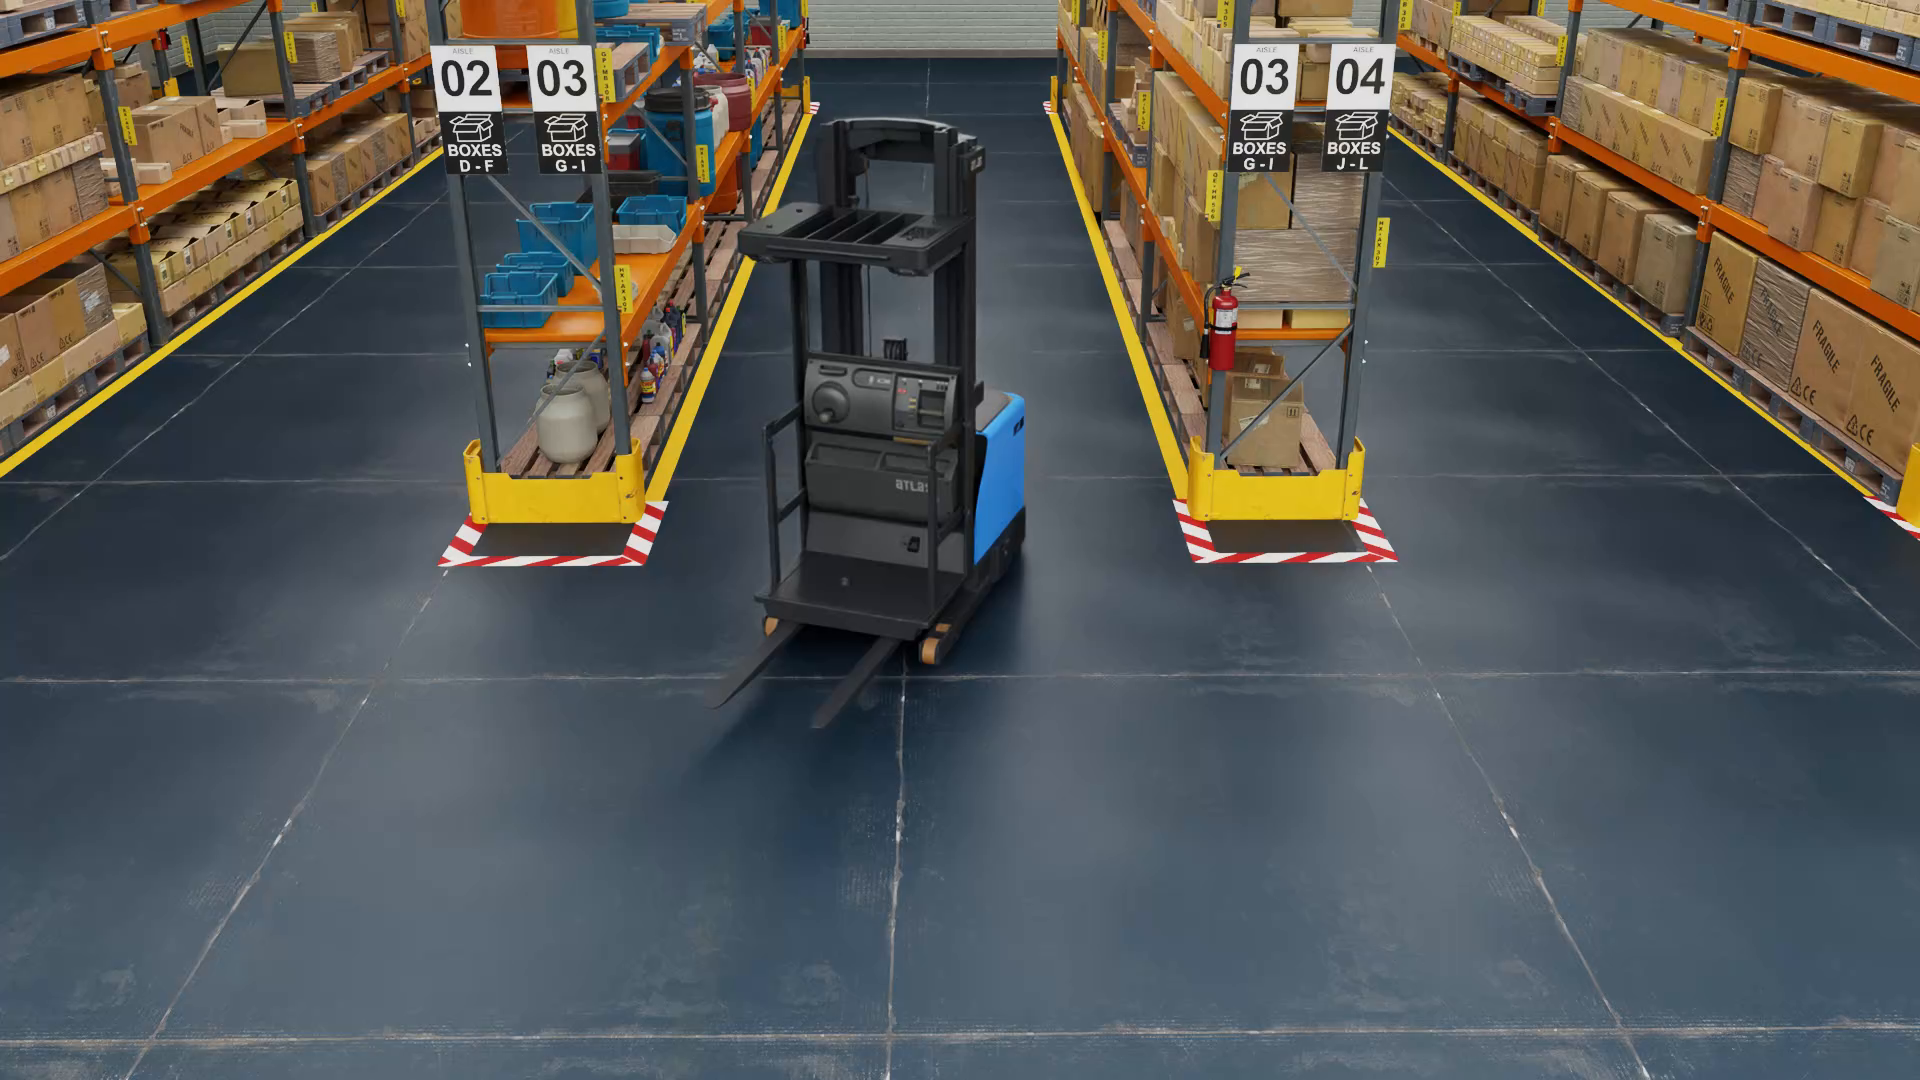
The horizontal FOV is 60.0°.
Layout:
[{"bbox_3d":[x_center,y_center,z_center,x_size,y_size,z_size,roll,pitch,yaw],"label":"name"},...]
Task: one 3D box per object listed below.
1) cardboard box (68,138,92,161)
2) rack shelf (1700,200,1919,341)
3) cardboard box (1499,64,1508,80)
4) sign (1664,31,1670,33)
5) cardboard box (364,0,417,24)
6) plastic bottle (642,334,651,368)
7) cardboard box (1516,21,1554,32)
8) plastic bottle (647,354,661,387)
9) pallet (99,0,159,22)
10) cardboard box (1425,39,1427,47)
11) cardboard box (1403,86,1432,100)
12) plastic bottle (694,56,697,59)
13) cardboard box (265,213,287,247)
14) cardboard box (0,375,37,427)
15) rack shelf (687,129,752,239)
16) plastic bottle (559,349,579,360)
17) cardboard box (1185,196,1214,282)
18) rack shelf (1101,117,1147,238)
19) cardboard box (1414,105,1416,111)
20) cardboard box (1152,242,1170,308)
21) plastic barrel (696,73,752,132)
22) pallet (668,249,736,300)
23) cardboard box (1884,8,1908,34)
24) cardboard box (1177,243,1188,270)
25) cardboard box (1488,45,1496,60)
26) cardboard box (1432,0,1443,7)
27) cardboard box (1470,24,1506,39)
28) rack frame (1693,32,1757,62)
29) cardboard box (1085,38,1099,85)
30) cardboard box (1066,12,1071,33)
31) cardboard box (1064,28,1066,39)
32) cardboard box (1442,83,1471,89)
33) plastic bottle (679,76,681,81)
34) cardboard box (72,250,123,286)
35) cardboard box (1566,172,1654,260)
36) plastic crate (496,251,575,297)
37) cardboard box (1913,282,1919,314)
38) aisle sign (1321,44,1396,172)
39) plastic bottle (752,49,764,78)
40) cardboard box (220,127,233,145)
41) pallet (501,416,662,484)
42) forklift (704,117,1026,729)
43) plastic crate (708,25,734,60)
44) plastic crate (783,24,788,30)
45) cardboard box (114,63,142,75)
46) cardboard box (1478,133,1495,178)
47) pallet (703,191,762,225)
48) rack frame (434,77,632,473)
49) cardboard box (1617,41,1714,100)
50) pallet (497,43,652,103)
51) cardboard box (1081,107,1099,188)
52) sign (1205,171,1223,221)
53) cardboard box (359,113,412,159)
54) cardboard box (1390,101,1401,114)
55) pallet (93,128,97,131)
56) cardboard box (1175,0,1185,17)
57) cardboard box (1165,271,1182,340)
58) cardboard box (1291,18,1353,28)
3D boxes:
[{"bbox_3d":[-7.537,-3.276,13.945,0.380,0.149,0.250,-1,24,-2],"label":"cardboard box"},{"bbox_3d":[7.134,-2.020,12.949,1.077,0.370,4.000,0,24,-1],"label":"rack shelf"},{"bbox_3d":[6.596,-5.520,19.610,0.380,0.149,0.250,-1,24,-3],"label":"cardboard box"},{"bbox_3d":[7.623,-5.351,18.037,0.100,0.325,0.005,0,24,-1],"label":"sign"},{"bbox_3d":[-7.566,-7.141,22.065,0.500,0.500,0.500,0,24,1],"label":"cardboard box"},{"bbox_3d":[-2.609,-1.588,13.883,0.061,0.283,0.133,0,24,-1],"label":"plastic bottle"},{"bbox_3d":[7.229,-6.434,20.910,0.380,0.149,0.250,-1,24,-2],"label":"cardboard box"},{"bbox_3d":[-2.470,-1.368,13.411,0.097,0.271,0.097,0,24,0],"label":"plastic bottle"},{"bbox_3d":[-7.777,-4.791,14.795,0.805,0.209,1.217,-1,24,-3],"label":"pallet"},{"bbox_3d":[6.772,-7.010,23.414,0.380,0.149,0.250,-1,24,-1],"label":"cardboard box"},{"bbox_3d":[6.681,-6.520,24.255,0.380,0.149,0.250,0,24,0],"label":"cardboard box"},{"bbox_3d":[-3.302,-5.893,20.782,0.061,0.283,0.133,0,24,-1],"label":"plastic bottle"},{"bbox_3d":[-7.540,-3.307,17.748,0.500,0.250,0.500,-1,24,-1],"label":"cardboard box"},{"bbox_3d":[-7.509,-1.072,12.808,0.500,0.250,0.500,0,24,-1],"label":"cardboard box"},{"bbox_3d":[-2.823,-3.665,16.587,1.077,0.370,4.000,0,24,-1],"label":"rack shelf"},{"bbox_3d":[-3.199,-1.498,13.603,0.144,0.351,0.185,1,24,2],"label":"plastic bottle"},{"bbox_3d":[2.091,-2.156,11.895,0.875,0.500,0.500,0,24,-1],"label":"cardboard box"},{"bbox_3d":[2.129,-3.687,16.636,1.077,0.370,4.000,0,24,-1],"label":"rack shelf"},{"bbox_3d":[6.797,-6.276,24.075,0.380,0.149,0.250,1,24,2],"label":"cardboard box"},{"bbox_3d":[2.166,-2.506,15.650,0.700,0.500,0.500,-2,24,-5],"label":"cardboard box"},{"bbox_3d":[-2.537,-4.689,17.813,0.600,0.536,0.708,0,24,-1],"label":"plastic barrel"},{"bbox_3d":[-2.865,-2.726,17.020,1.003,0.211,1.213,0,24,-1],"label":"pallet"},{"bbox_3d":[6.800,-3.672,11.762,0.380,0.149,0.250,0,24,0],"label":"cardboard box"},{"bbox_3d":[1.864,-2.162,12.696,0.380,0.149,0.250,0,24,-1],"label":"cardboard box"},{"bbox_3d":[6.588,-5.872,20.027,0.380,0.149,0.250,-1,24,-2],"label":"cardboard box"},{"bbox_3d":[6.738,-7.510,22.520,0.500,0.500,0.500,-1,24,-2],"label":"cardboard box"},{"bbox_3d":[6.579,-6.328,20.676,0.380,0.149,0.250,-1,24,-1],"label":"cardboard box"},{"bbox_3d":[11.930,-8.180,25.697,1.000,3.000,0.127,0,24,-1],"label":"rack frame"},{"bbox_3d":[1.830,-5.929,20.598,0.500,0.500,0.500,-1,24,-2],"label":"cardboard box"},{"bbox_3d":[1.781,-7.368,23.721,0.500,0.250,0.500,-1,24,-2],"label":"cardboard box"},{"bbox_3d":[1.711,-7.344,24.152,0.380,0.149,0.250,-1,24,-1],"label":"cardboard box"},{"bbox_3d":[7.313,-6.636,24.509,0.380,0.149,0.250,1,24,1],"label":"cardboard box"},{"bbox_3d":[-3.289,-5.400,19.690,0.061,0.283,0.133,0,24,-1],"label":"plastic bottle"},{"bbox_3d":[-8.046,-2.508,15.301,0.500,0.311,0.500,0,24,-1],"label":"cardboard box"},{"bbox_3d":[6.998,-3.375,17.292,1.050,0.750,0.750,0,24,0],"label":"cardboard box"},{"bbox_3d":[-3.064,-1.925,12.047,0.499,0.251,0.408,0,24,-1],"label":"plastic crate"},{"bbox_3d":[7.106,-1.744,11.285,0.875,0.550,0.550,0,24,-1],"label":"cardboard box"},{"bbox_3d":[2.495,-2.703,10.432,0.394,0.787,0.004,0,24,-1],"label":"aisle sign"},{"bbox_3d":[-2.550,-5.989,20.913,0.144,0.351,0.185,0,24,-1],"label":"plastic bottle"},{"bbox_3d":[-7.728,-4.157,17.105,0.380,0.149,0.250,2,24,3],"label":"cardboard box"},{"bbox_3d":[-2.809,-0.616,12.356,1.003,0.211,1.213,0,24,-1],"label":"pallet"},{"bbox_3d":[-0.533,-0.795,9.452,1.130,2.935,3.031,8,26,18],"label":"forklift"},{"bbox_3d":[-3.235,-6.676,22.318,0.392,0.384,0.575,0,24,-1],"label":"plastic crate"},{"bbox_3d":[-2.654,-7.219,23.703,0.416,0.233,0.300,0,24,-1],"label":"plastic crate"},{"bbox_3d":[-12.548,-7.077,24.994,0.380,0.149,0.250,-1,24,-1],"label":"cardboard box"},{"bbox_3d":[6.794,-4.781,20.705,0.500,0.500,0.500,0,24,0],"label":"cardboard box"},{"bbox_3d":[-2.895,-3.871,19.553,1.003,0.211,1.213,0,24,-1],"label":"pallet"},{"bbox_3d":[-2.758,-1.521,10.972,1.000,3.000,0.127,0,24,-1],"label":"rack frame"},{"bbox_3d":[7.078,-4.716,16.703,0.700,0.500,0.500,-1,24,-1],"label":"cardboard box"},{"bbox_3d":[-2.669,-3.143,11.147,1.003,0.211,1.213,0,24,-1],"label":"pallet"},{"bbox_3d":[2.119,-4.714,20.102,1.225,0.875,0.875,0,24,0],"label":"cardboard box"},{"bbox_3d":[1.640,-2.220,10.730,0.100,0.325,0.005,0,24,-1],"label":"sign"},{"bbox_3d":[-7.550,-5.304,21.837,0.500,0.500,0.500,0,24,-1],"label":"cardboard box"},{"bbox_3d":[6.654,-6.476,24.878,0.380,0.149,0.250,0,24,0],"label":"cardboard box"},{"bbox_3d":[-12.742,-5.968,24.189,1.003,0.211,1.213,0,24,-1],"label":"pallet"},{"bbox_3d":[1.861,-4.103,12.741,0.380,0.149,0.250,-1,24,-2],"label":"cardboard box"},{"bbox_3d":[2.115,-2.078,14.729,0.500,0.500,0.500,-1,24,-2],"label":"cardboard box"},{"bbox_3d":[2.459,-3.461,11.320,0.380,0.149,0.250,1,24,2],"label":"cardboard box"}]
